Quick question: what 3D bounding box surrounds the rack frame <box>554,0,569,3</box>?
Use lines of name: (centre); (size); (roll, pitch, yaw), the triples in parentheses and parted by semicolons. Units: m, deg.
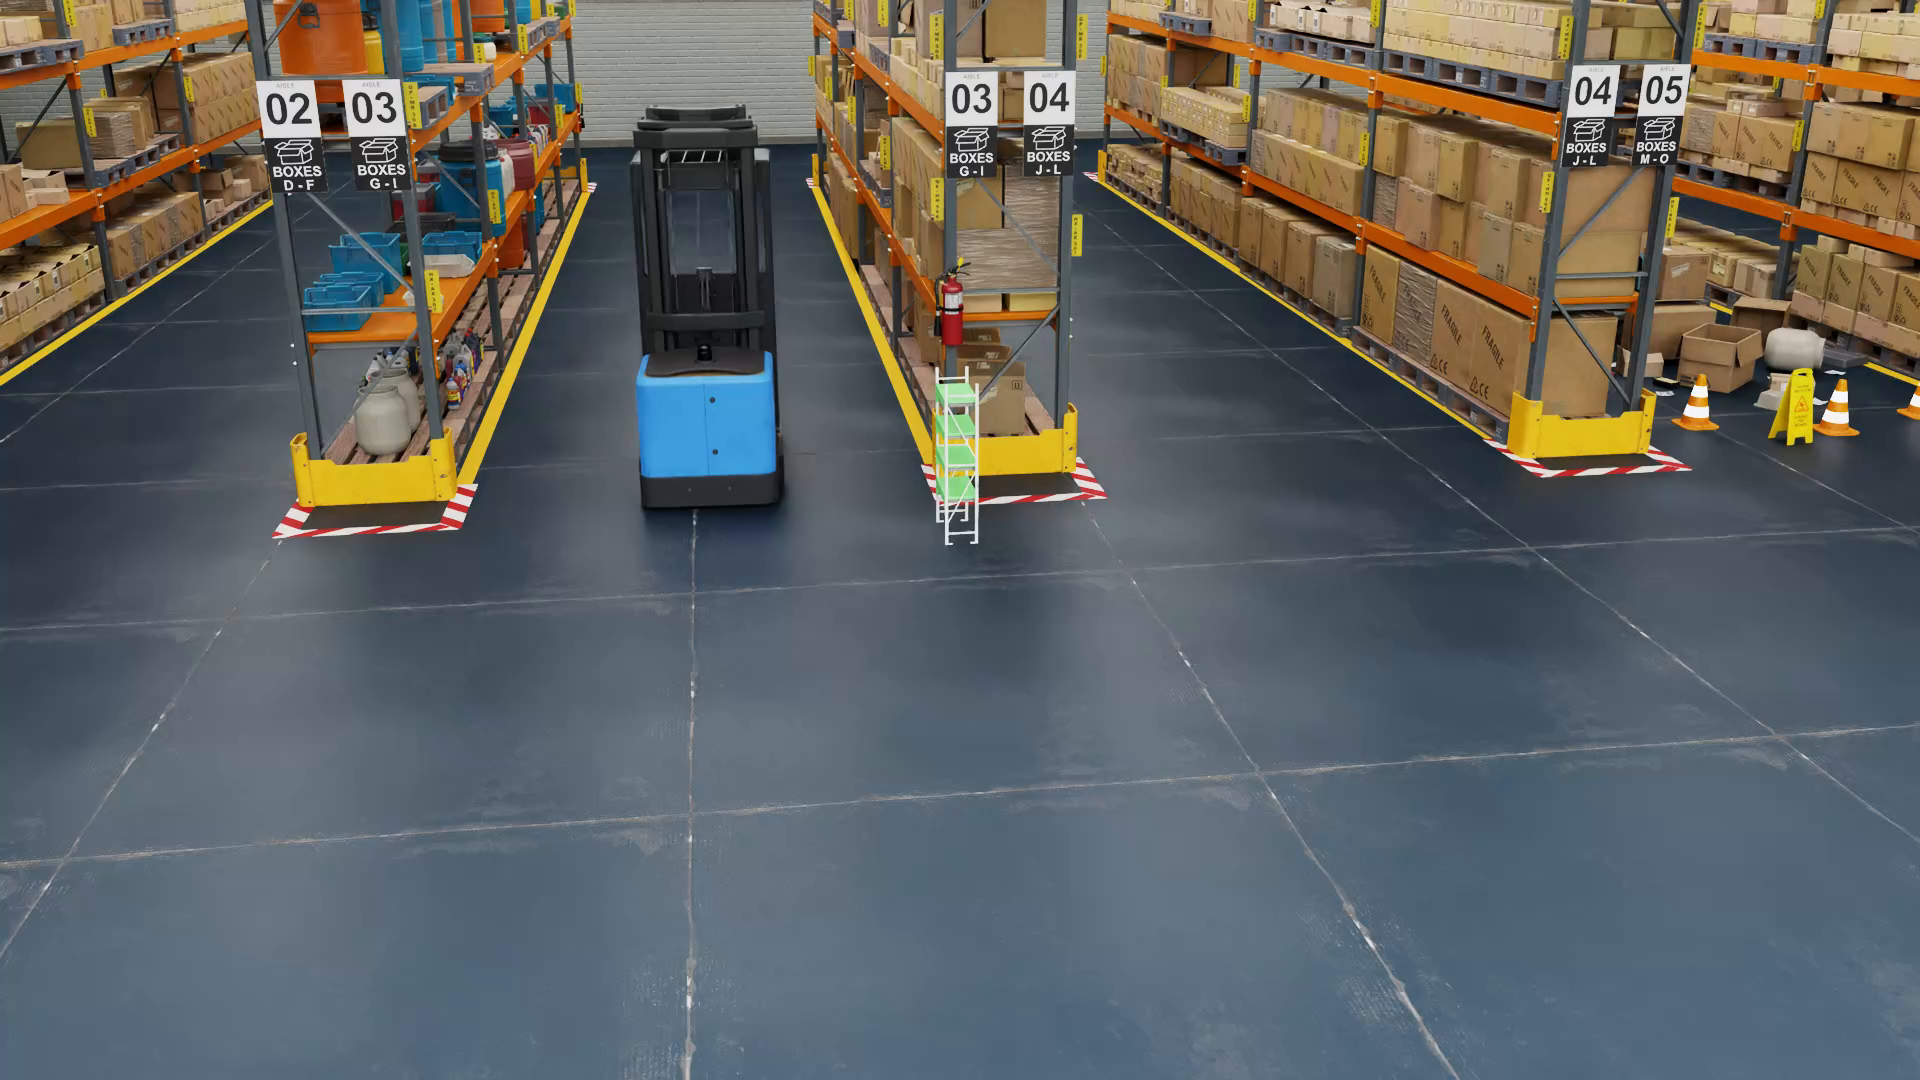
rack frame: (-6.831, -10.073, 26.324); (1.000, 3.000, 0.127); (-3, 21, -8)

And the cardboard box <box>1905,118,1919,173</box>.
cardboard box: (9.718, -3.819, 16.158); (0.700, 0.500, 0.500); (-3, 21, -8)

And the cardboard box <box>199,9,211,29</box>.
cardboard box: (-11.121, -7.491, 23.913); (0.500, 0.250, 0.500); (-3, 21, -8)

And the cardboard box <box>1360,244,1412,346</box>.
cardboard box: (4.744, -2.553, 17.200); (0.875, 0.875, 0.875); (-3, 21, -7)

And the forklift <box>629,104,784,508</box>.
forklift: (-2.065, -2.092, 13.627); (1.130, 2.935, 3.031); (-2, 21, -6)

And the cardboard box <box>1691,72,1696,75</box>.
cardboard box: (13.117, -8.187, 29.638); (0.500, 0.250, 0.500); (-2, 21, -6)

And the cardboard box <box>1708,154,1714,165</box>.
cardboard box: (9.190, -4.551, 19.872); (0.380, 0.149, 0.250); (-4, 21, -10)

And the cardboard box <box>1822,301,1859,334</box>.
cardboard box: (9.513, -2.364, 17.587); (0.500, 0.250, 0.500); (-2, 21, -5)

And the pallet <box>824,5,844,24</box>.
pallet: (-1.461, -7.775, 24.585); (1.003, 0.211, 1.213); (-3, 21, -8)

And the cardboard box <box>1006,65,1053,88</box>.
cardboard box: (0.566, -3.601, 12.928); (0.380, 0.149, 0.250); (-3, 21, -8)

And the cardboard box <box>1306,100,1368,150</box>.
cardboard box: (4.425, -4.787, 19.175); (0.700, 0.500, 0.500); (-3, 21, -8)

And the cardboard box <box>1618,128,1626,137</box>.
cardboard box: (8.709, -5.561, 22.318); (0.500, 0.250, 0.500); (-3, 21, -8)

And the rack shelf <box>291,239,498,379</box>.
rack shelf: (-4.813, -2.078, 14.521); (1.077, 0.370, 4.000); (-3, 21, -8)

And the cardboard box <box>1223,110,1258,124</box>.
cardboard box: (3.622, -5.462, 21.461); (0.380, 0.149, 0.250); (-4, 21, -10)

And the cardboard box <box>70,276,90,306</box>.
cardboard box: (-10.185, -2.804, 18.767); (0.500, 0.250, 0.500); (-3, 21, -8)

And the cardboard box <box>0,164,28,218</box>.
cardboard box: (-10.322, -3.711, 17.721); (0.500, 0.500, 0.500); (-4, 21, -11)

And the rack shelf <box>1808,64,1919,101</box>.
rack shelf: (9.895, -4.233, 16.003); (1.077, 0.370, 4.000); (-3, 21, -8)

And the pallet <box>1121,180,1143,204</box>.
pallet: (3.259, -5.690, 27.149); (1.003, 0.211, 1.213); (-3, 21, -8)

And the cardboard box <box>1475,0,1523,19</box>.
cardboard box: (4.732, -4.632, 14.520); (0.380, 0.149, 0.250); (-3, 21, -9)

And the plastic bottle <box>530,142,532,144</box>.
plastic bottle: (-5.542, -5.006, 21.500); (0.061, 0.283, 0.133); (-3, 21, -8)

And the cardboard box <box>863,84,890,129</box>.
cardboard box: (-0.866, -5.513, 21.113); (0.797, 0.503, 0.637); (-2, 21, -6)

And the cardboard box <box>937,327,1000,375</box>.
cardboard box: (0.075, -1.834, 15.811); (0.500, 0.500, 0.500); (-5, 21, -13)

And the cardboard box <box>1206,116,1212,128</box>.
cardboard box: (3.508, -5.594, 22.240); (0.380, 0.149, 0.250); (-3, 21, -8)

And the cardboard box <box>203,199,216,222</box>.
cardboard box: (-11.003, -4.732, 23.812); (0.500, 0.311, 0.500); (-3, 21, -8)

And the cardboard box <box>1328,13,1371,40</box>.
cardboard box: (4.327, -5.567, 18.020); (0.500, 0.250, 0.500); (-3, 21, -8)

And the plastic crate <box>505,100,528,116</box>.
plastic crate: (-7.026, -6.882, 26.509); (0.416, 0.233, 0.300); (-3, 21, -8)

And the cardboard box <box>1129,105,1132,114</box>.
cardboard box: (2.974, -7.034, 27.122); (0.380, 0.149, 0.250); (-3, 21, -9)

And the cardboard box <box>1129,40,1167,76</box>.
cardboard box: (3.004, -7.681, 26.498); (0.500, 0.500, 0.500); (-4, 21, -9)

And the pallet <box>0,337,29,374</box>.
pallet: (-10.148, -1.806, 16.749); (1.003, 0.211, 1.213); (-3, 21, -8)

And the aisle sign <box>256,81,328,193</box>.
aisle sign: (-4.808, -2.901, 11.980); (0.394, 0.787, 0.004); (-3, 21, -8)

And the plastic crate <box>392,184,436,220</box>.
plastic crate: (-5.474, -3.290, 16.646); (0.402, 0.464, 0.583); (-3, 21, -8)

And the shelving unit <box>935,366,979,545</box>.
shelving unit: (-0.024, -0.619, 12.160); (0.258, 1.200, 0.503); (-3, 21, -8)

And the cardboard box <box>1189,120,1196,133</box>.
cardboard box: (3.398, -5.723, 23.010); (0.380, 0.149, 0.250); (-4, 21, -10)

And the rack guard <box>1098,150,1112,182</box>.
rack guard: (3.004, -6.530, 28.985); (1.175, 0.500, 0.348); (-3, 21, -8)

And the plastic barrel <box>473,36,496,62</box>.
plastic barrel: (-5.263, -5.404, 18.309); (0.301, 0.262, 0.301); (0, 20, 0)

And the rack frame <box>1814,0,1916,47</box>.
rack frame: (9.607, -6.668, 17.207); (1.000, 3.000, 0.127); (-3, 21, -8)

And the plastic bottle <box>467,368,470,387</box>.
plastic bottle: (-4.585, -1.520, 15.370); (0.097, 0.201, 0.097); (0, 20, 0)

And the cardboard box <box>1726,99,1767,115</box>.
cardboard box: (9.142, -5.024, 19.285); (0.380, 0.149, 0.250); (-4, 21, -10)

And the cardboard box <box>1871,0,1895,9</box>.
cardboard box: (13.261, -7.755, 24.022); (0.380, 0.149, 0.250); (-2, 21, -7)

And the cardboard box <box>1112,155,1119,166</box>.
cardboard box: (2.798, -6.436, 28.210); (0.380, 0.149, 0.250); (-3, 21, -8)

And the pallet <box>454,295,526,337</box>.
pallet: (-5.432, -2.495, 18.593); (1.003, 0.211, 1.213); (-3, 21, -8)

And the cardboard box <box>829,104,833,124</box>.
cardboard box: (-1.677, -6.336, 24.682); (0.500, 0.250, 0.500); (-3, 21, -9)

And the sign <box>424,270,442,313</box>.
sign: (-3.980, -1.879, 12.563); (0.100, 0.325, 0.005); (-3, 21, -8)

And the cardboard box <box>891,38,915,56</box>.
cardboard box: (-0.458, -4.751, 16.007); (0.380, 0.149, 0.250); (-4, 21, -9)

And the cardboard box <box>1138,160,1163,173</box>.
cardboard box: (3.051, -5.948, 26.477); (0.380, 0.149, 0.250); (-4, 21, -10)

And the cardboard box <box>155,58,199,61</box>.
cardboard box: (-11.780, -7.008, 25.121); (0.500, 0.500, 0.500); (-3, 21, -7)

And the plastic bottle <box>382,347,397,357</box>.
plastic bottle: (-5.368, -1.707, 15.657); (0.144, 0.351, 0.185); (-4, 21, -10)

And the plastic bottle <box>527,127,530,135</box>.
plastic bottle: (-5.914, -5.481, 22.675); (0.144, 0.351, 0.185); (-3, 21, -8)

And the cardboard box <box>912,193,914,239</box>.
cardboard box: (0.013, -3.042, 15.505); (0.875, 0.500, 0.500); (-3, 21, -8)

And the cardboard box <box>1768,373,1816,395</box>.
cardboard box: (7.995, -1.488, 15.989); (0.380, 0.149, 0.250); (8, 22, 20)

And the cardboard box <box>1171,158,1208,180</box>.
cardboard box: (3.415, -5.450, 24.422); (0.500, 0.250, 0.500); (-4, 21, -10)

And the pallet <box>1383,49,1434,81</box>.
pallet: (4.830, -4.652, 16.225); (1.003, 0.211, 1.213); (-3, 21, -8)

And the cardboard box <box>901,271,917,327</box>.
cardboard box: (-0.267, -2.606, 17.851); (0.700, 0.500, 0.500); (-5, 21, -12)

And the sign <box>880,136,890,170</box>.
sign: (-0.749, -3.871, 16.637); (0.100, 0.325, 0.005); (-3, 21, -8)
